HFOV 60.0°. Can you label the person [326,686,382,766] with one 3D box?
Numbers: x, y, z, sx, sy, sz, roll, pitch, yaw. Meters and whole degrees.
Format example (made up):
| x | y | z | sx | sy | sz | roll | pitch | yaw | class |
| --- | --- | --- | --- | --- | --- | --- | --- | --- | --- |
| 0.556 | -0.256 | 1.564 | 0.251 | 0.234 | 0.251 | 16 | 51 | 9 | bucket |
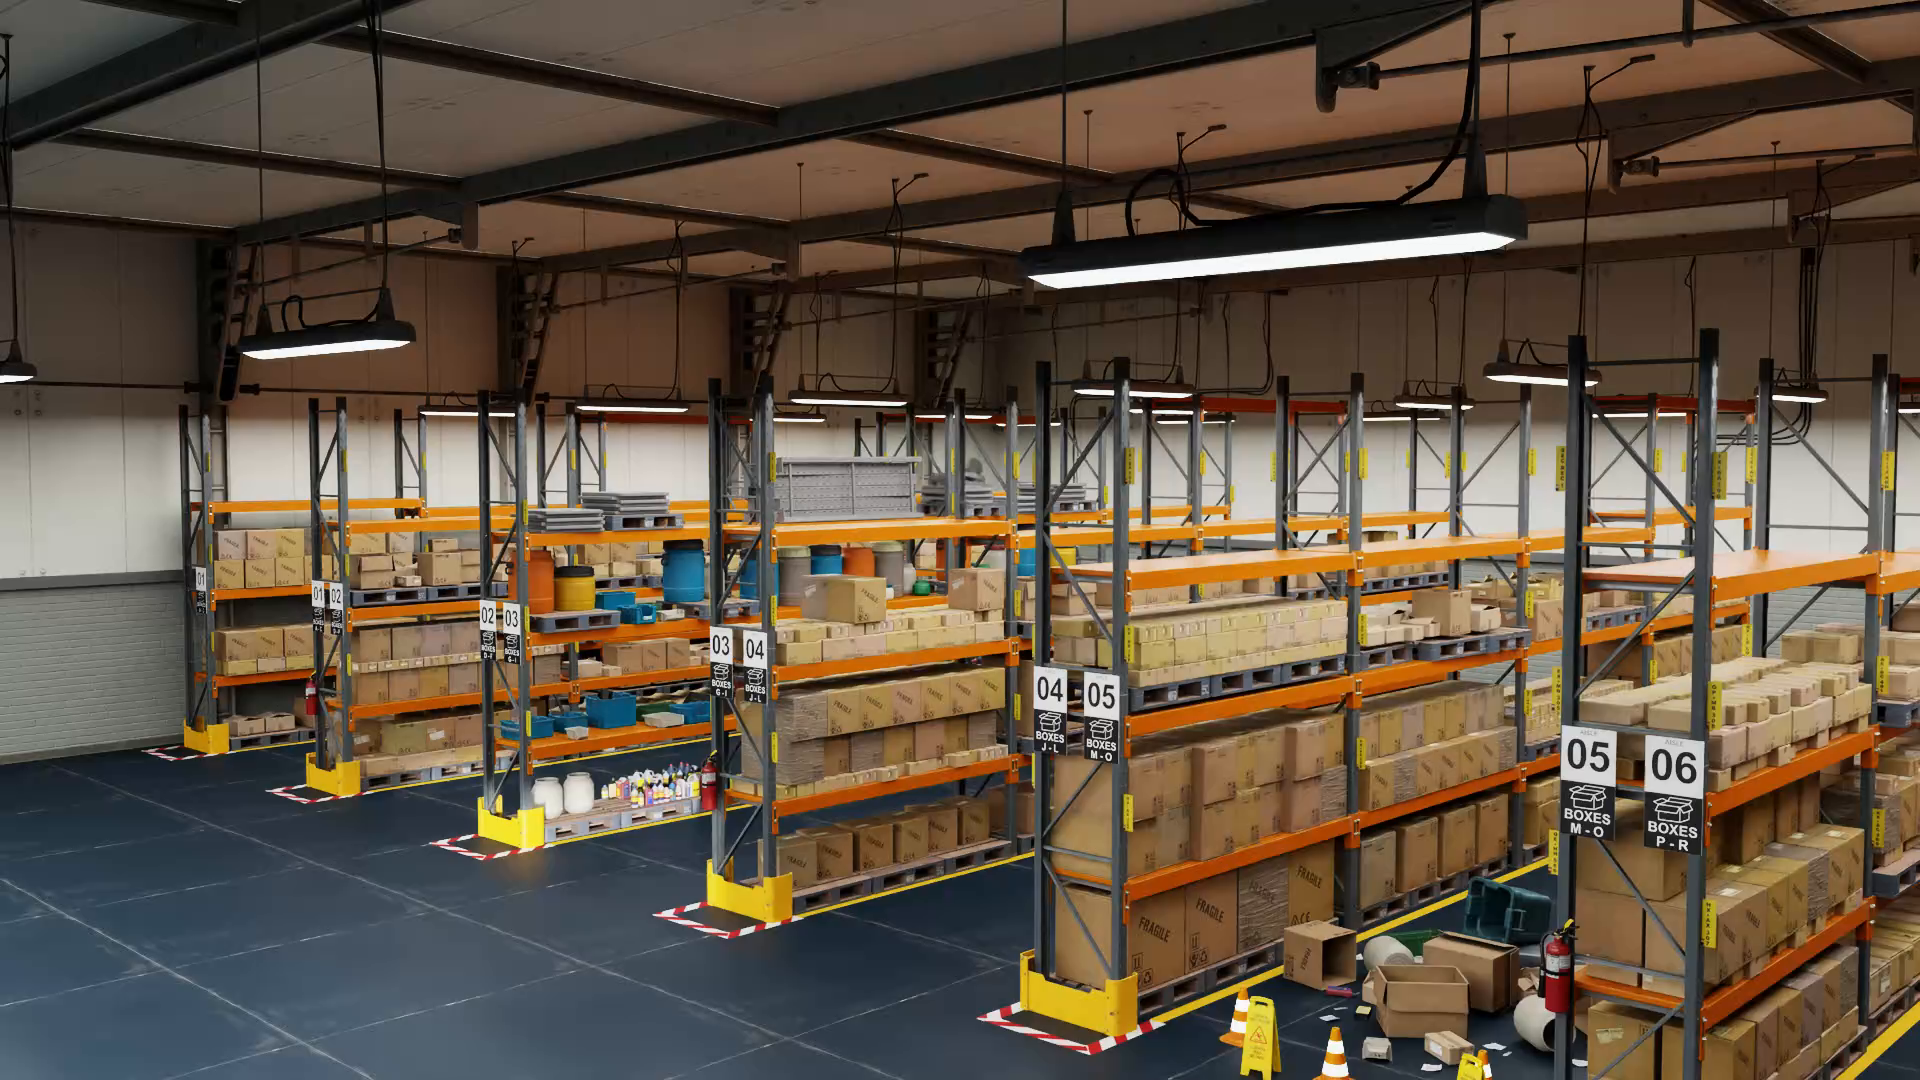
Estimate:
| x | y | z | sx | sy | sz | roll | pitch | yaw | class |
| --- | --- | --- | --- | --- | --- | --- | --- | --- | --- |
| -10.088 | 2.886 | 27.456 | 0.631 | 1.748 | 1.114 | 2 | 4 | 35 | person |
